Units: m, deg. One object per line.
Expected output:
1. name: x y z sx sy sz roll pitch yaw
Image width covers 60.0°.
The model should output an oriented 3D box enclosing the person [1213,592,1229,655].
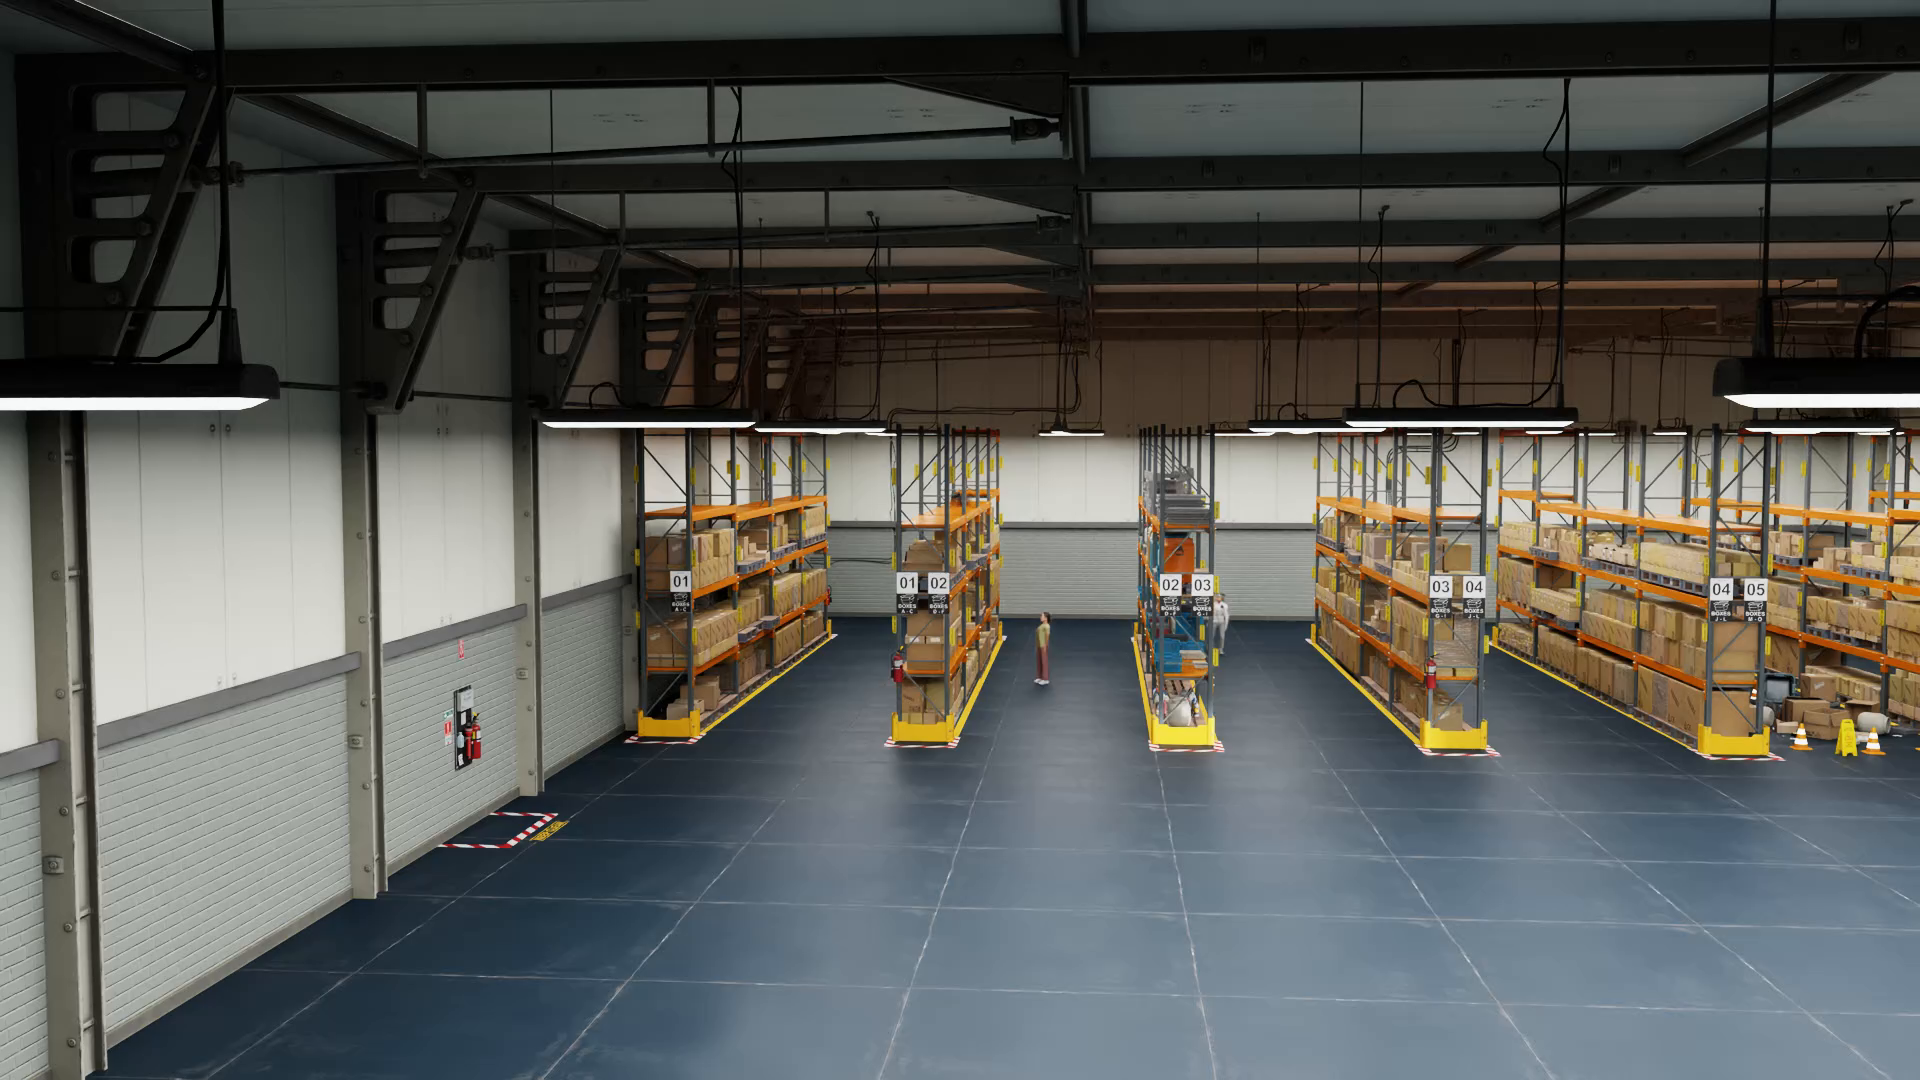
1. person: 6.874 2.197 44.177 0.515 1.651 0.708 0 3 1

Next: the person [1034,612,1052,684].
1. person: 1.941 2.517 38.906 0.408 1.671 0.488 -1 4 -21
